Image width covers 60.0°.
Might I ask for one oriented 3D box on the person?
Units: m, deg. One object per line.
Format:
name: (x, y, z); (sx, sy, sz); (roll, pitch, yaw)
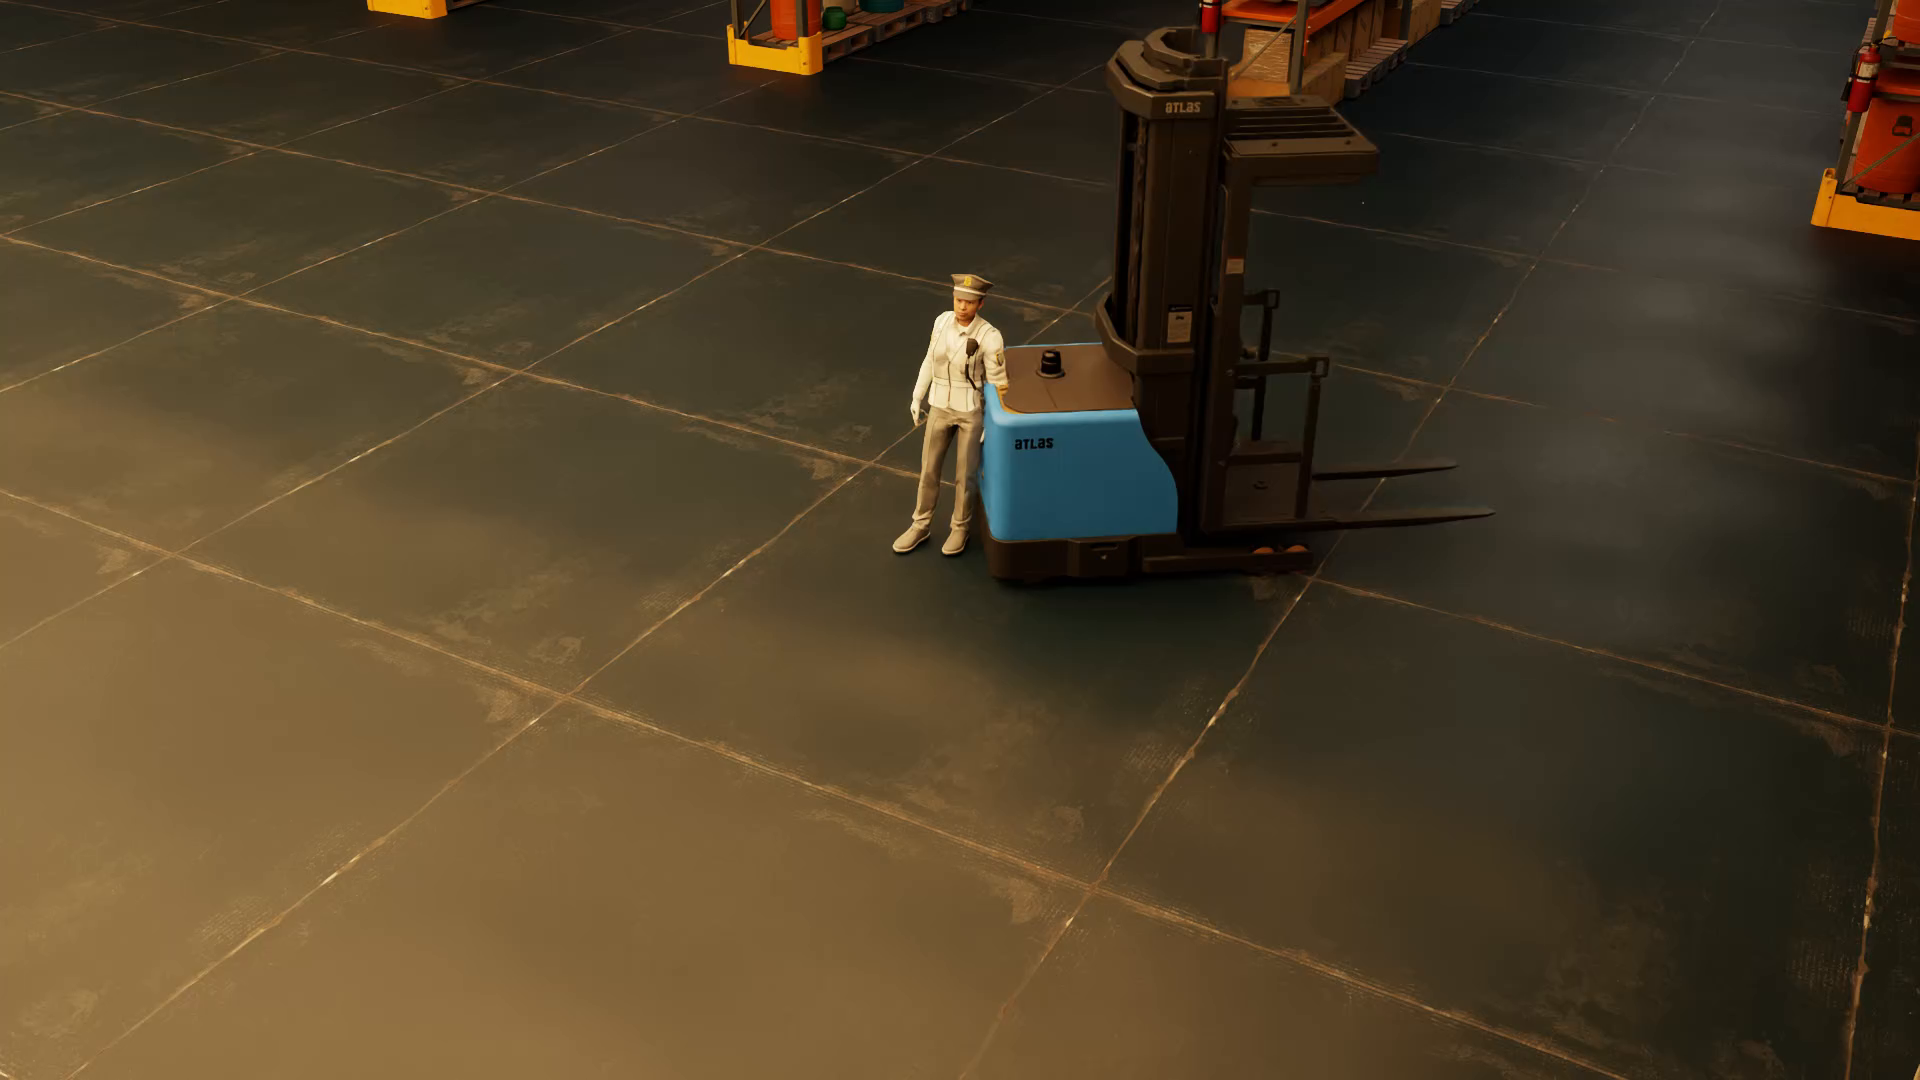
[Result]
person: (-0.040, -0.712, 9.526); (0.586, 1.694, 0.530); (15, 33, 25)

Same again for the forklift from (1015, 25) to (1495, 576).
forklift: (1.628, -1.318, 9.355); (3.031, 2.935, 1.121); (-3, 30, -5)
